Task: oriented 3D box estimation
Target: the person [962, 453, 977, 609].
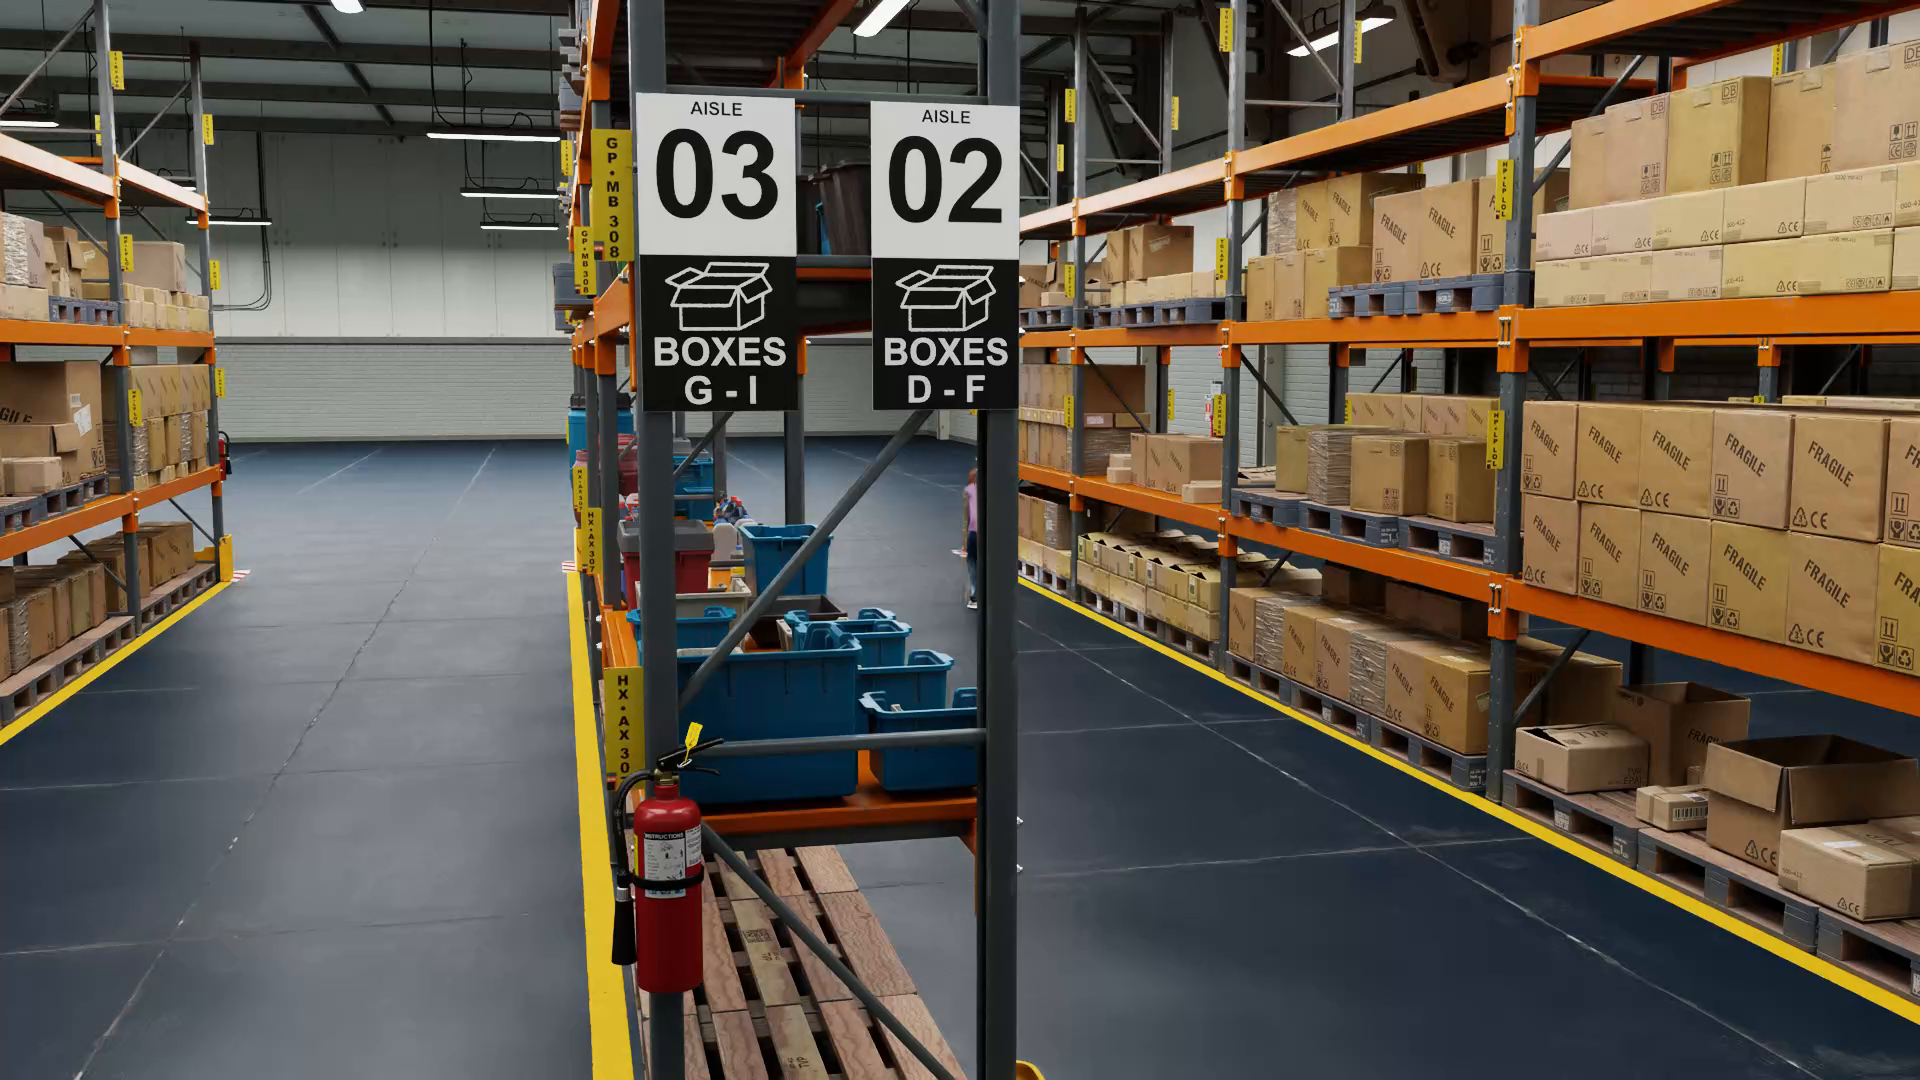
[{"bbox_3d":[0.243,-0.099,16.746,0.453,1.597,0.340,-1,6,-12],"label":"person"}]
